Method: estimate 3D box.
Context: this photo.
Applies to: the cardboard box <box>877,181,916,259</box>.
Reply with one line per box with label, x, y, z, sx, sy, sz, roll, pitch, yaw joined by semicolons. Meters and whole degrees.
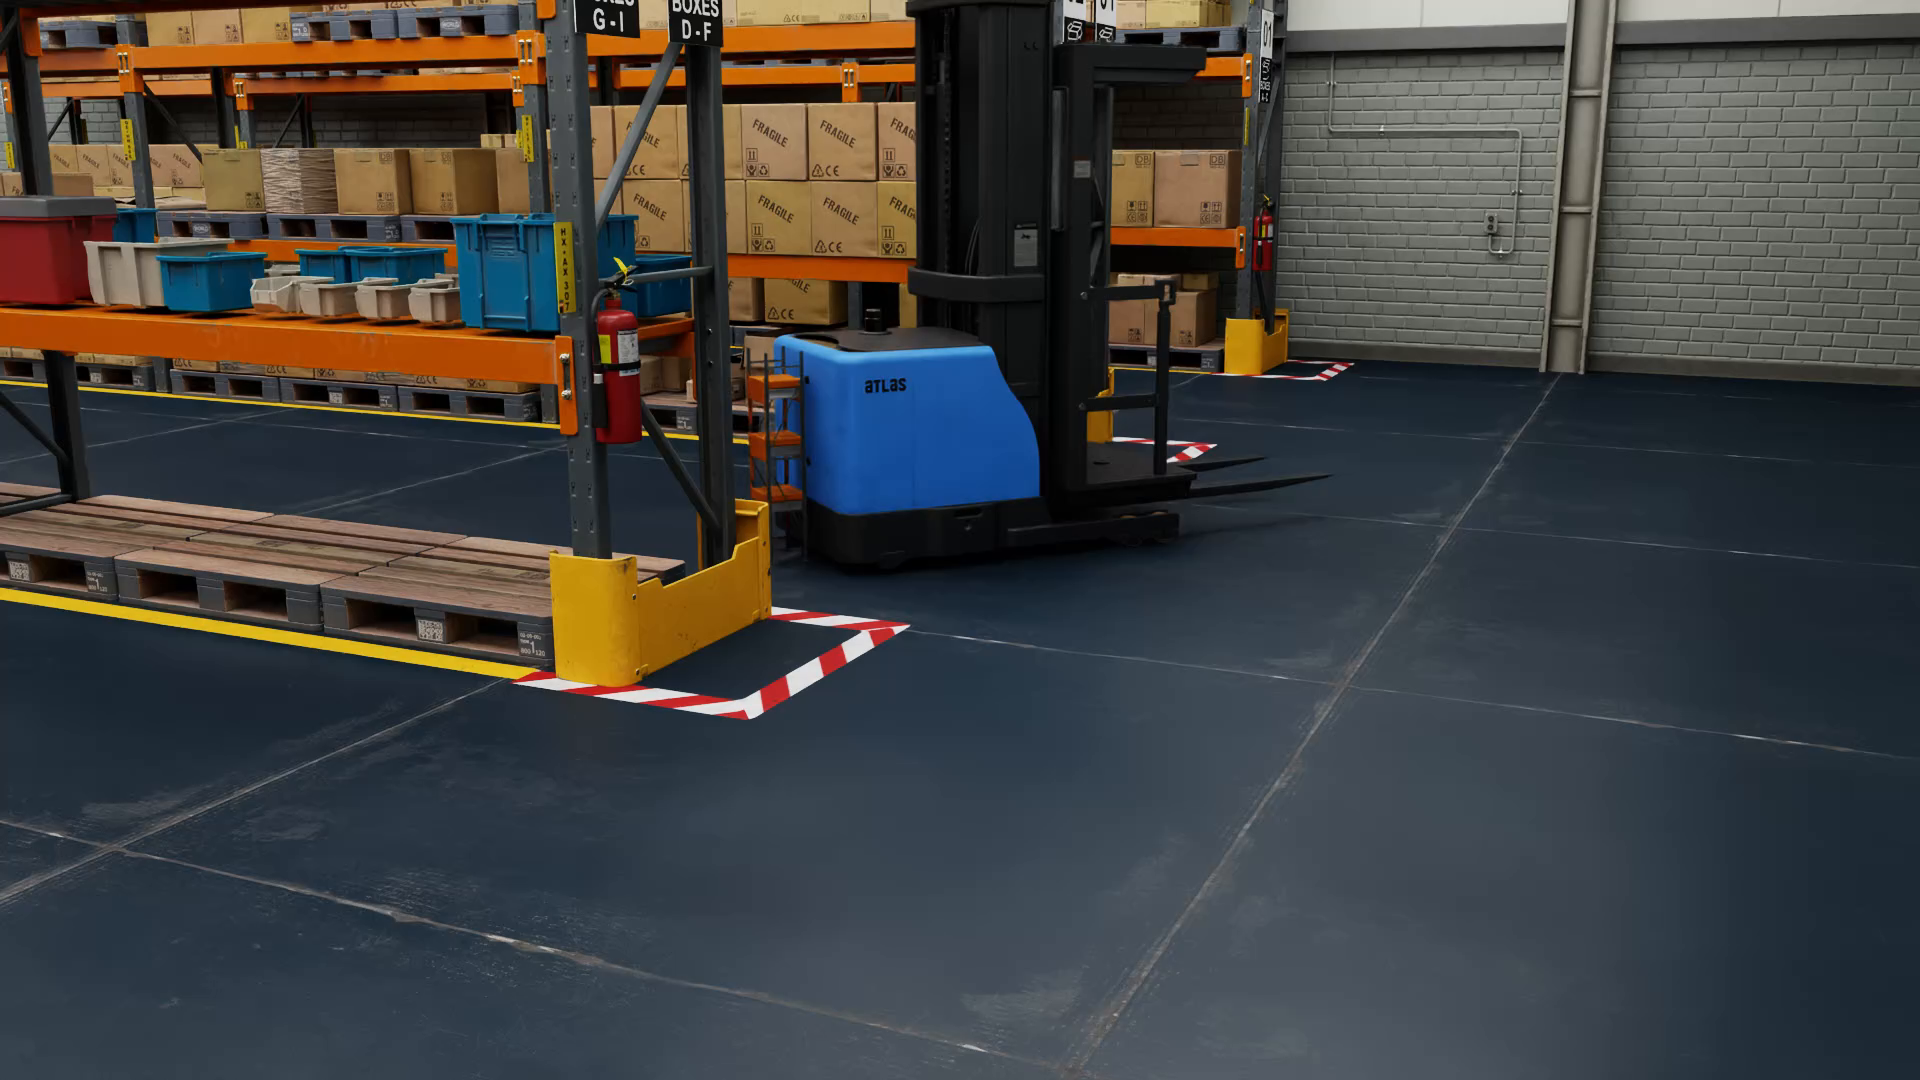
cardboard box;-0.217;-2.144;11.107;0.500;0.500;0.500;6;14;24

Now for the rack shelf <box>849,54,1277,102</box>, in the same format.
rack shelf;0.953;-4.394;15.922;4.000;0.370;1.077;6;14;23

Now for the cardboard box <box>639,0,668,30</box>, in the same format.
cardboard box;-2.079;-3.677;11.622;0.500;0.250;0.500;6;14;23

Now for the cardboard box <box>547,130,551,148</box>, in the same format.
cardboard box;-4.196;-4.309;17.995;0.500;0.250;0.500;6;15;25

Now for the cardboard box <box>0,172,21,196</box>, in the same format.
cardboard box;-8.558;-3.053;14.981;0.500;0.500;0.500;6;14;23

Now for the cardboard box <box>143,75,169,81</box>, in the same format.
cardboard box;-9.731;-5.816;20.144;0.500;0.500;0.500;5;14;21

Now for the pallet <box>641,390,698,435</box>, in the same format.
pallet;-2.251;-1.012;12.607;1.213;0.211;1.003;6;14;23

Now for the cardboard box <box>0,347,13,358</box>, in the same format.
cardboard box;-8.519;-1.808;14.995;0.500;0.250;0.500;6;15;24

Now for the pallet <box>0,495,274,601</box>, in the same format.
pallet;-4.200;0.018;8.216;1.213;0.211;1.003;6;14;23

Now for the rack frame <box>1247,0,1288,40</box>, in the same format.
rack frame;2.781;-6.019;14.708;0.127;3.000;1.000;6;14;23

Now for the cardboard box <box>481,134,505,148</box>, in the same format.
cardboard box;-5.161;-4.470;18.636;0.250;0.149;0.380;3;14;14

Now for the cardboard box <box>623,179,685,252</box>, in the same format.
cardboard box;-2.054;-2.332;11.906;0.500;0.500;0.500;6;15;24

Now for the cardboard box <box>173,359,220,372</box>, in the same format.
cardboard box;-6.236;-1.699;13.939;0.500;0.500;0.500;6;15;26

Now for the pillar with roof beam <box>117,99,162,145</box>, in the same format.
pillar with roof beam;-12.601;-6.716;17.680;0.400;9.000;9.100;6;14;23

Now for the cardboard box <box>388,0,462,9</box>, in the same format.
cardboard box;-3.930;-4.315;12.654;0.600;0.600;0.600;6;14;23

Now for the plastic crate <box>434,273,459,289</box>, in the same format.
plastic crate;-2.204;-1.131;7.457;0.298;0.136;0.250;6;14;23

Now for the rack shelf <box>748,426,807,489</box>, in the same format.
rack shelf;-0.906;-0.411;8.253;0.215;0.259;0.240;-7;15;-26

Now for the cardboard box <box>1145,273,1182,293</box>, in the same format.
cardboard box;1.910;-2.420;15.633;0.250;0.149;0.380;6;14;23

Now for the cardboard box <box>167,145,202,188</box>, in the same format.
cardboard box;-9.206;-4.535;20.158;0.500;0.500;0.500;6;14;23

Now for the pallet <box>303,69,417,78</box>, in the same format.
pallet;-6.719;-5.403;19.060;1.003;0.211;1.213;6;14;23

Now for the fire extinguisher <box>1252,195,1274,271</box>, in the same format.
fire extinguisher;2.732;-2.769;14.975;0.183;0.674;0.296;6;14;23

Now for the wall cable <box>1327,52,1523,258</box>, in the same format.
wall cable;4.335;-3.672;15.615;1.851;1.984;0.084;6;14;23

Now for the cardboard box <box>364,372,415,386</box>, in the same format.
cardboard box;-4.353;-1.511;13.135;0.500;0.500;0.500;6;14;24

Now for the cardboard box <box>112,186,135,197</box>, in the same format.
cardboard box;-10.125;-4.264;20.643;0.500;0.250;0.500;6;14;24

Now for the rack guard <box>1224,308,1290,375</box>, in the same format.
rack guard;2.803;-1.879;15.670;0.348;0.500;1.175;6;14;23

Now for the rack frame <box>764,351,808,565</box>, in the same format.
rack frame;-0.851;-0.396;8.144;0.200;1.050;0.008;-7;15;-26

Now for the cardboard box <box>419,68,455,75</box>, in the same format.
cardboard box;-5.681;-5.498;18.785;0.637;0.503;0.797;8;15;31

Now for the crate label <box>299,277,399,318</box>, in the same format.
crate label;-2.574;-1.018;6.974;0.243;0.136;0.396;6;14;23

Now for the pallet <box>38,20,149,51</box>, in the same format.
pallet;-7.193;-4.216;14.004;1.003;0.211;1.213;7;15;26

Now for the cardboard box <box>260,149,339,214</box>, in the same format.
cardboard box;-5.156;-2.898;13.399;0.500;0.500;0.700;9;16;34

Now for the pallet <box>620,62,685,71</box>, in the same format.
pallet;-2.899;-5.056;17.582;1.213;0.211;1.003;7;15;26

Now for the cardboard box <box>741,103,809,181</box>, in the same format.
cardboard box;-1.148;-2.724;11.389;0.500;0.500;0.500;6;15;25

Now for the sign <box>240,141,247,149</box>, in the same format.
sign;-8.403;-4.516;19.541;0.005;0.325;0.100;6;14;23

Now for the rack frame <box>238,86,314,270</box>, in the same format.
rack frame;-8.190;-4.209;20.126;0.127;3.000;1.000;6;14;23

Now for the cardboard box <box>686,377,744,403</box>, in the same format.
cardboard box;-1.788;-1.106;12.143;0.250;0.166;0.380;6;14;23

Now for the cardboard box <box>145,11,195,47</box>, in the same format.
cardboard box;-6.123;-4.279;13.641;0.500;0.500;0.910;6;14;23

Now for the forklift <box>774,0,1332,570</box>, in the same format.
forklift;0.582;-1.492;8.696;3.031;2.935;1.130;-6;15;-25

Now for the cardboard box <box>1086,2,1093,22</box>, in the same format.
cardboard box;1.050;-4.846;15.466;0.500;0.250;0.500;5;14;22

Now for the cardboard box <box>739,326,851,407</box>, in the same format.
cardboard box;-1.159;-1.260;12.059;0.637;0.503;0.797;6;14;23

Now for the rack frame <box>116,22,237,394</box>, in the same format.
rack frame;-6.536;-2.804;14.137;0.127;3.000;1.000;6;14;23

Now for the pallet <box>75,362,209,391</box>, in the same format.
pallet;-7.273;-1.531;14.815;1.213;0.211;1.003;6;14;23

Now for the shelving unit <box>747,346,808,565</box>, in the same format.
shelving unit;-0.906;-0.421;8.250;0.215;1.050;0.252;-7;15;-26

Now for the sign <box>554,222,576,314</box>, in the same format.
sign;-1.439;-0.992;6.061;0.005;0.325;0.100;6;14;23

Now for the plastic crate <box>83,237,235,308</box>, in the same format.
plastic crate;-3.567;-1.191;7.393;0.530;0.282;0.437;6;14;23

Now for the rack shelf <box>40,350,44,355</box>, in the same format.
rack shelf;-6.717;-1.234;9.023;4.000;0.370;1.077;6;14;23

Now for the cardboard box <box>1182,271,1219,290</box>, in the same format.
cardboard box;2.296;-2.476;15.873;0.250;0.149;0.380;6;14;24

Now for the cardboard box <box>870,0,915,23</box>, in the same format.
cardboard box;-0.251;-3.492;10.832;0.500;0.250;0.500;6;14;23

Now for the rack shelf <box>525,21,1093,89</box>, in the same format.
rack shelf;-1.050;-3.359;11.511;4.000;0.370;1.077;6;14;23

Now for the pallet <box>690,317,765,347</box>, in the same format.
pallet;-2.731;-2.279;18.006;1.213;0.211;1.003;6;14;23

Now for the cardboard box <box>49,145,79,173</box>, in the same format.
cardboard box;-11.085;-4.726;20.973;0.500;0.500;0.500;6;14;23

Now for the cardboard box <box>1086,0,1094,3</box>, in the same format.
cardboard box;1.068;-5.210;15.374;0.500;0.500;0.500;5;14;21

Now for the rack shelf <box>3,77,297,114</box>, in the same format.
rack shelf;-10.019;-5.504;20.654;4.000;0.370;1.077;6;14;23

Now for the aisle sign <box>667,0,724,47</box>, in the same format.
aisle sign;-1.045;-2.350;6.514;0.004;0.787;0.394;6;14;23
